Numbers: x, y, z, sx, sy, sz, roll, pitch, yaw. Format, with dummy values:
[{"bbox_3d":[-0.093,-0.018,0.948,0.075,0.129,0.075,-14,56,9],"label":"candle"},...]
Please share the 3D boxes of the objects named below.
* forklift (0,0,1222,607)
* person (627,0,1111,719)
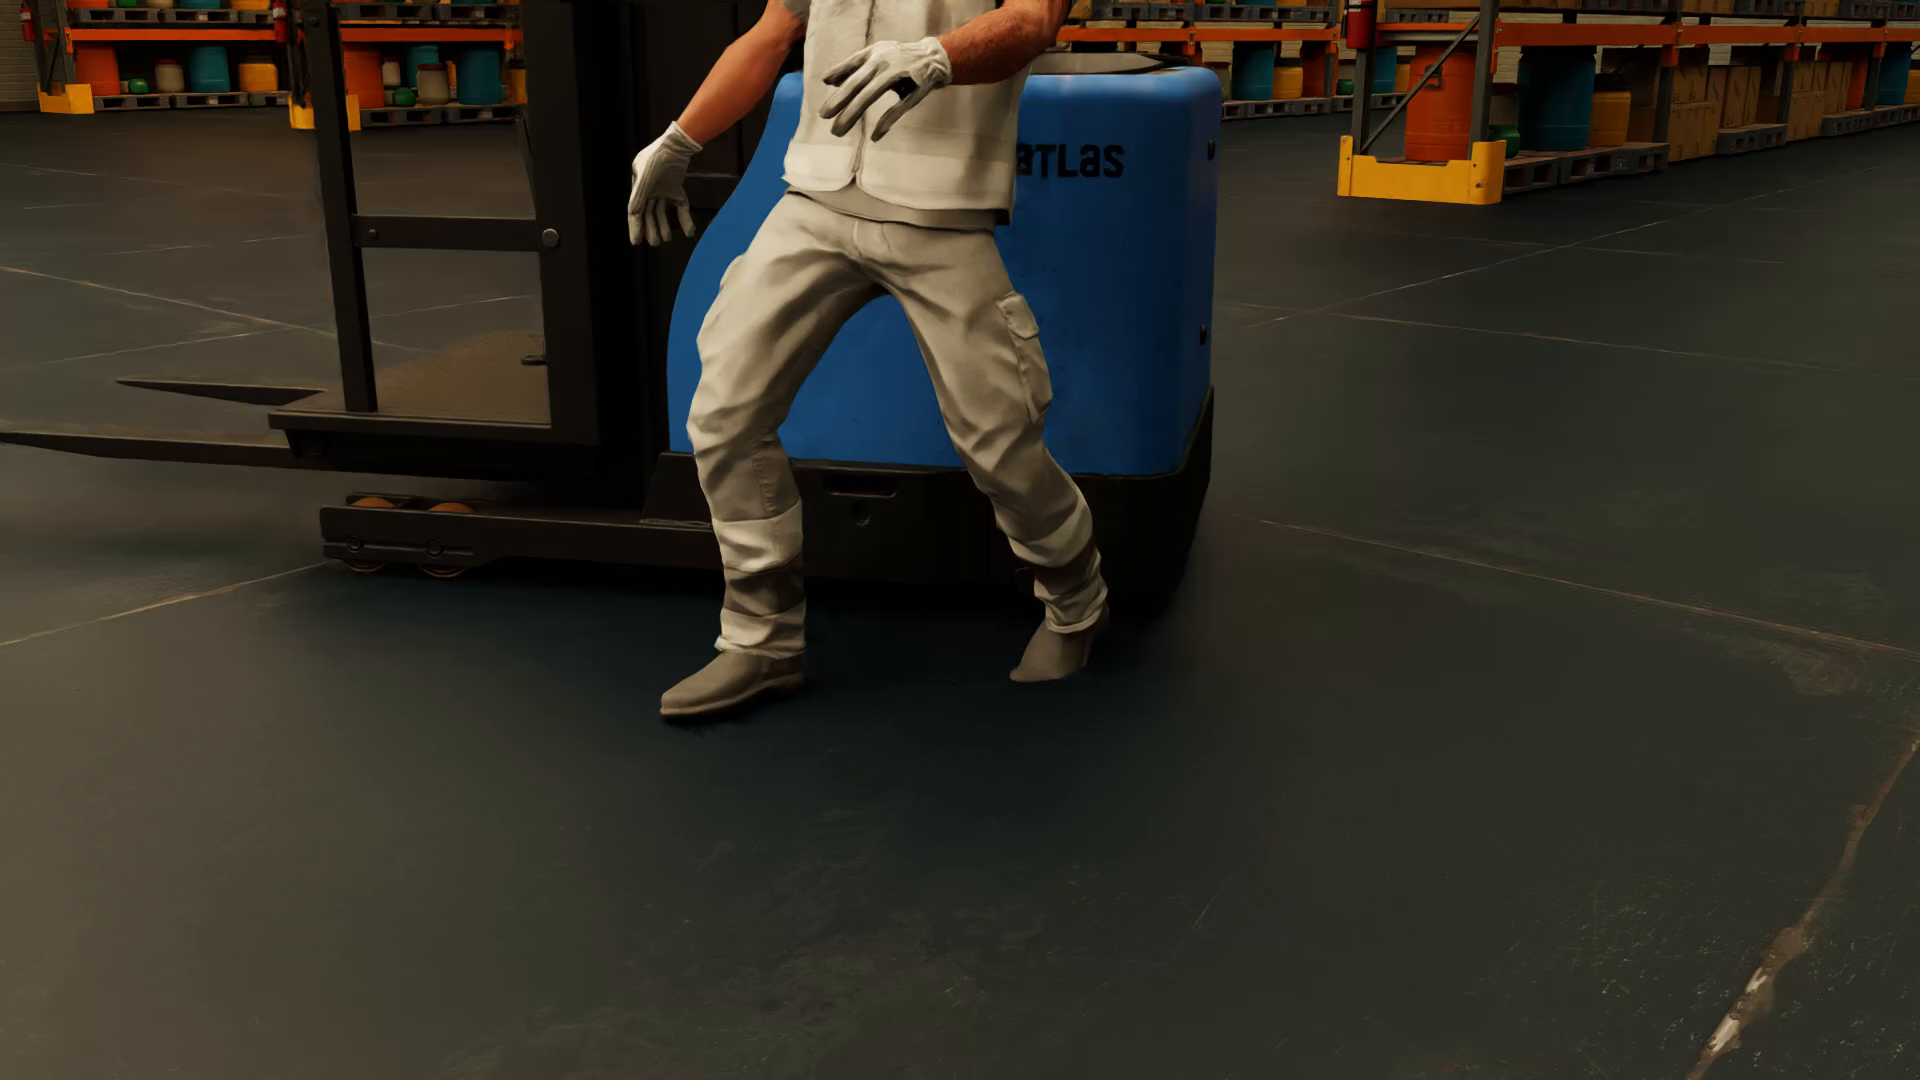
[{"bbox_3d":[-0.939,-1.462,3.713,3.031,2.935,1.130,4,17,12],"label":"forklift"},{"bbox_3d":[-0.219,-0.514,2.791,0.848,1.729,0.894,7,18,23],"label":"person"}]
